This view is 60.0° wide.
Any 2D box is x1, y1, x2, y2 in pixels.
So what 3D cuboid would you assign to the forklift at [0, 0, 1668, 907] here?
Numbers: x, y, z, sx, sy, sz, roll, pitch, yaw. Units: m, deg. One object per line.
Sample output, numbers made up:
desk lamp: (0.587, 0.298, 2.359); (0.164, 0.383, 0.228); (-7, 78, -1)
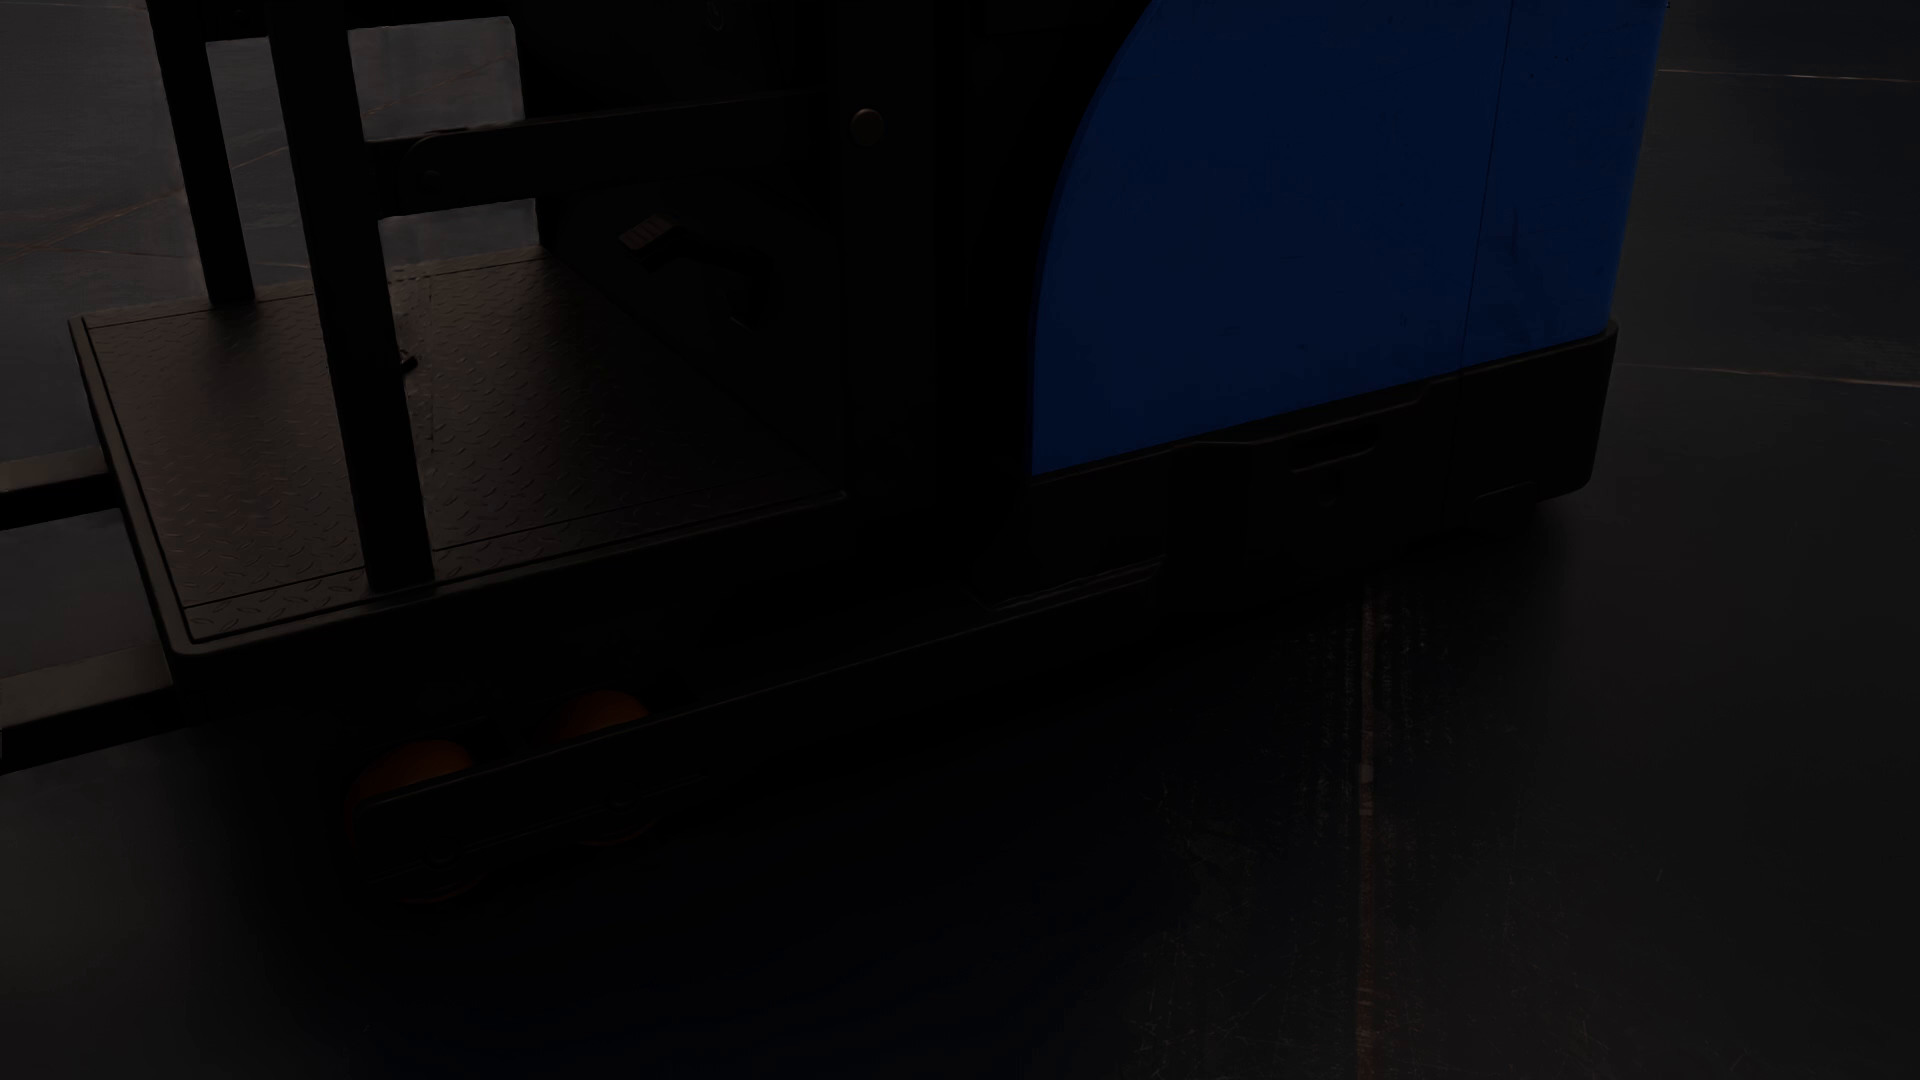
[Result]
forklift: (-0.566, -1.200, 1.625); (3.031, 2.935, 1.130); (-15, 30, -27)
